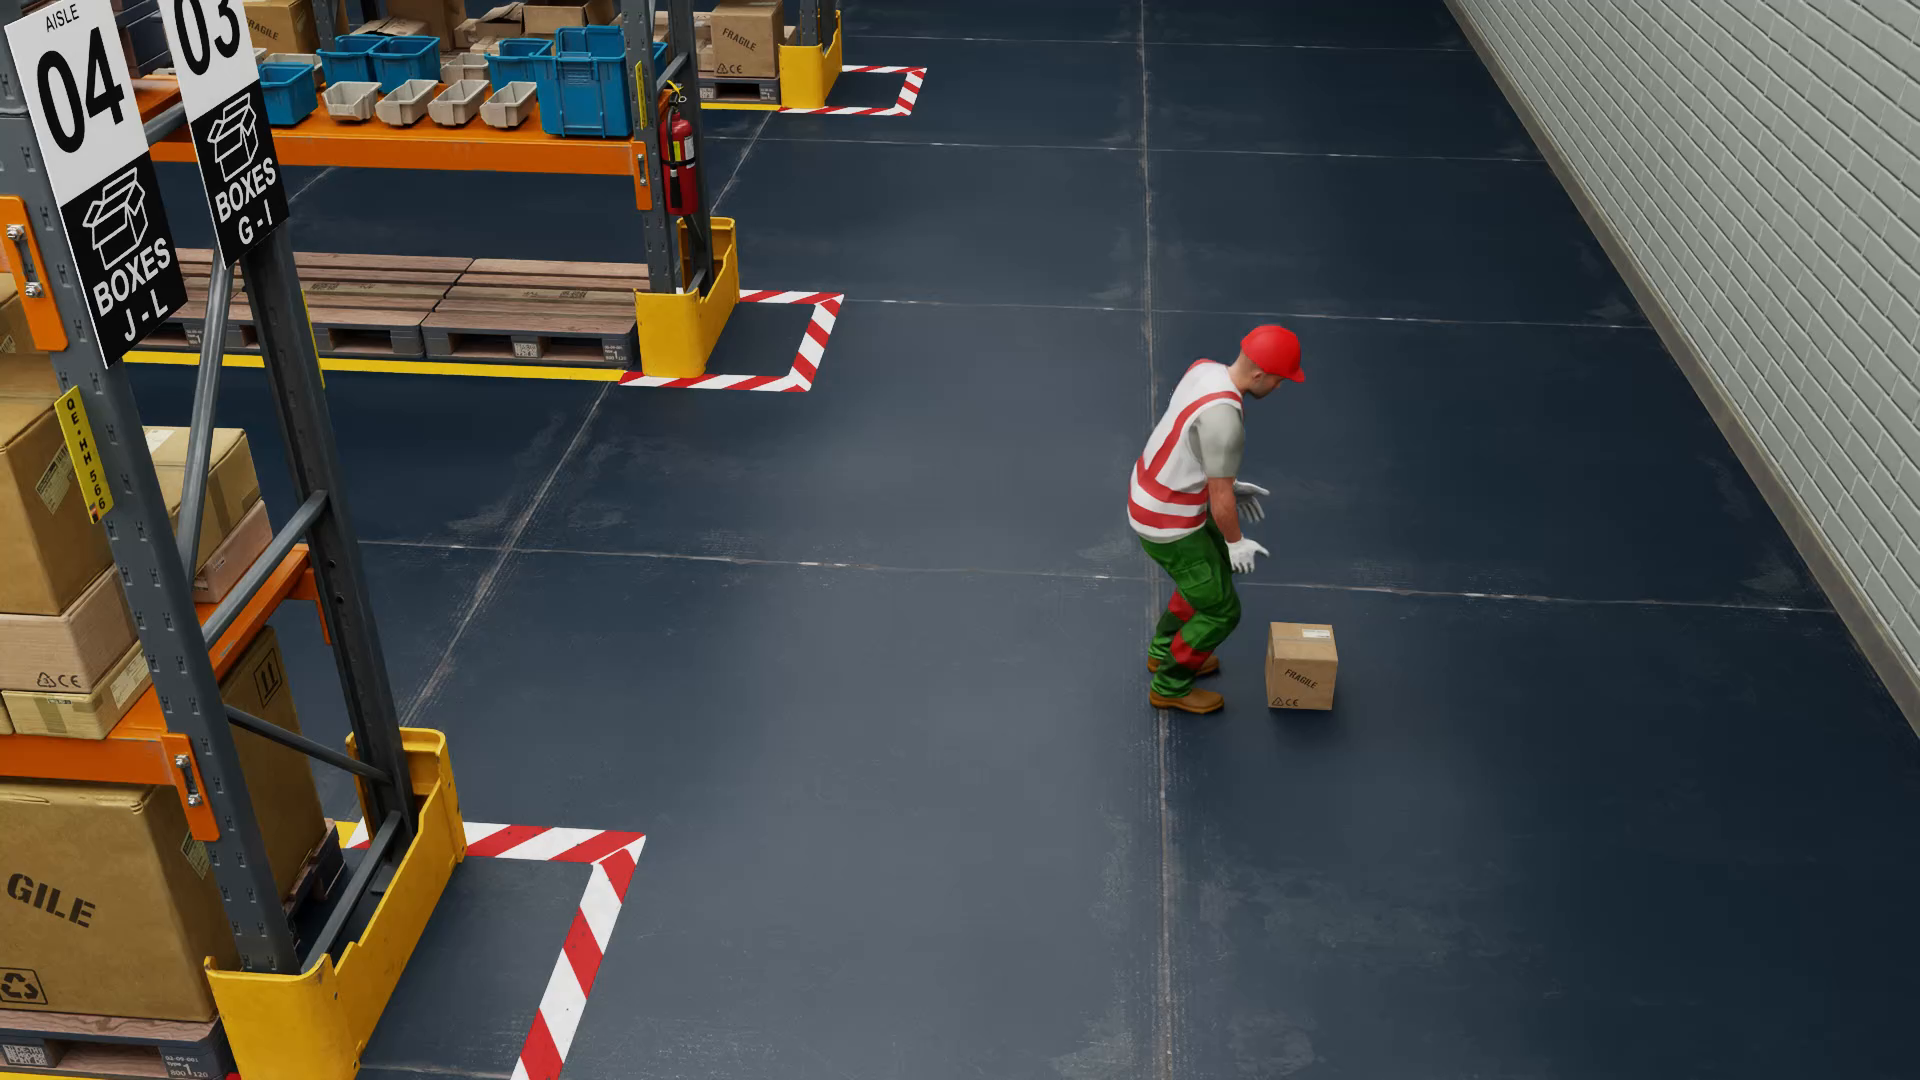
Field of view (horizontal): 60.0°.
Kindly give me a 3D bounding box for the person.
[{"bbox_3d":[0.960,-0.100,6.452,0.625,1.604,0.572,3,32,5],"label":"person"}]
